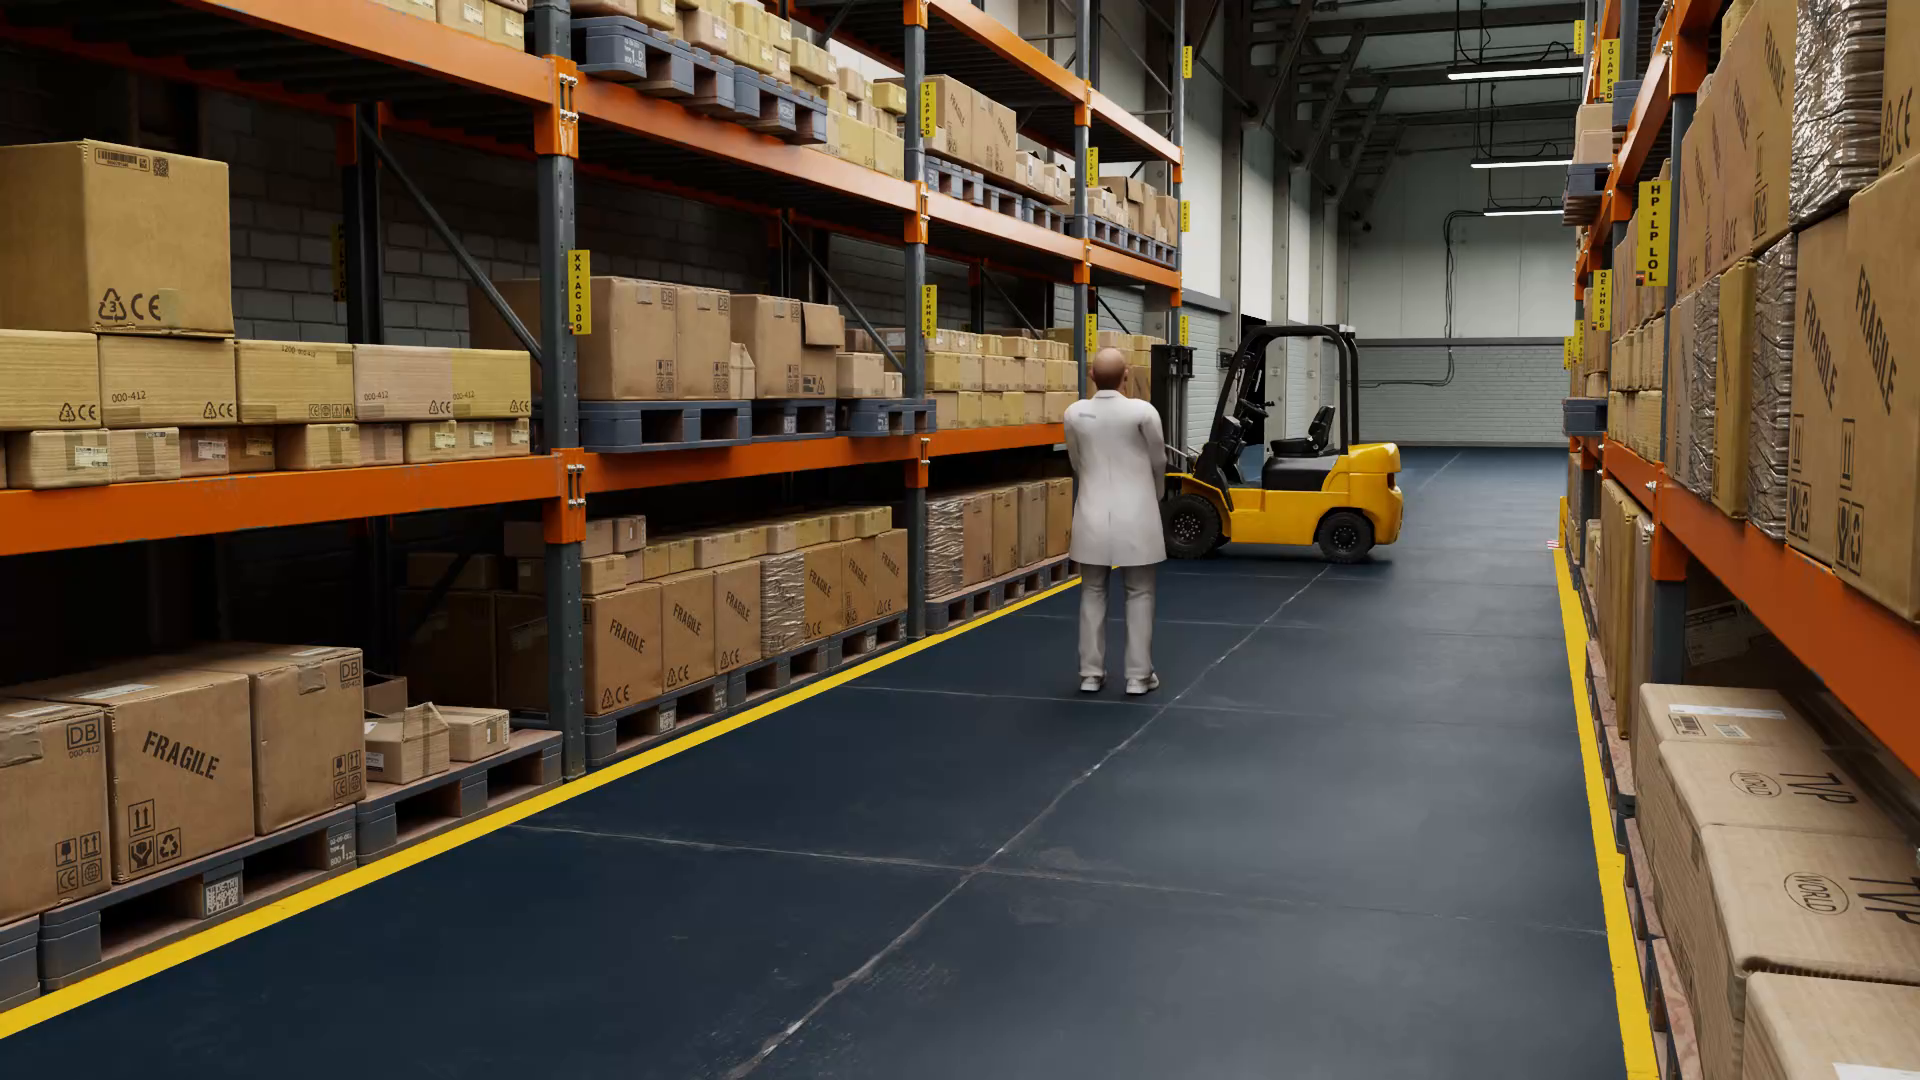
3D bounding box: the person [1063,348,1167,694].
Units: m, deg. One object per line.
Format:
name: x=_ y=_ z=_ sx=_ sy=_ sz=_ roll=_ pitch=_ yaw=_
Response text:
person: x=0.832 y=-0.108 z=8.685 sx=0.531 sy=1.769 sz=0.555 roll=2 pitch=5 yaw=19
